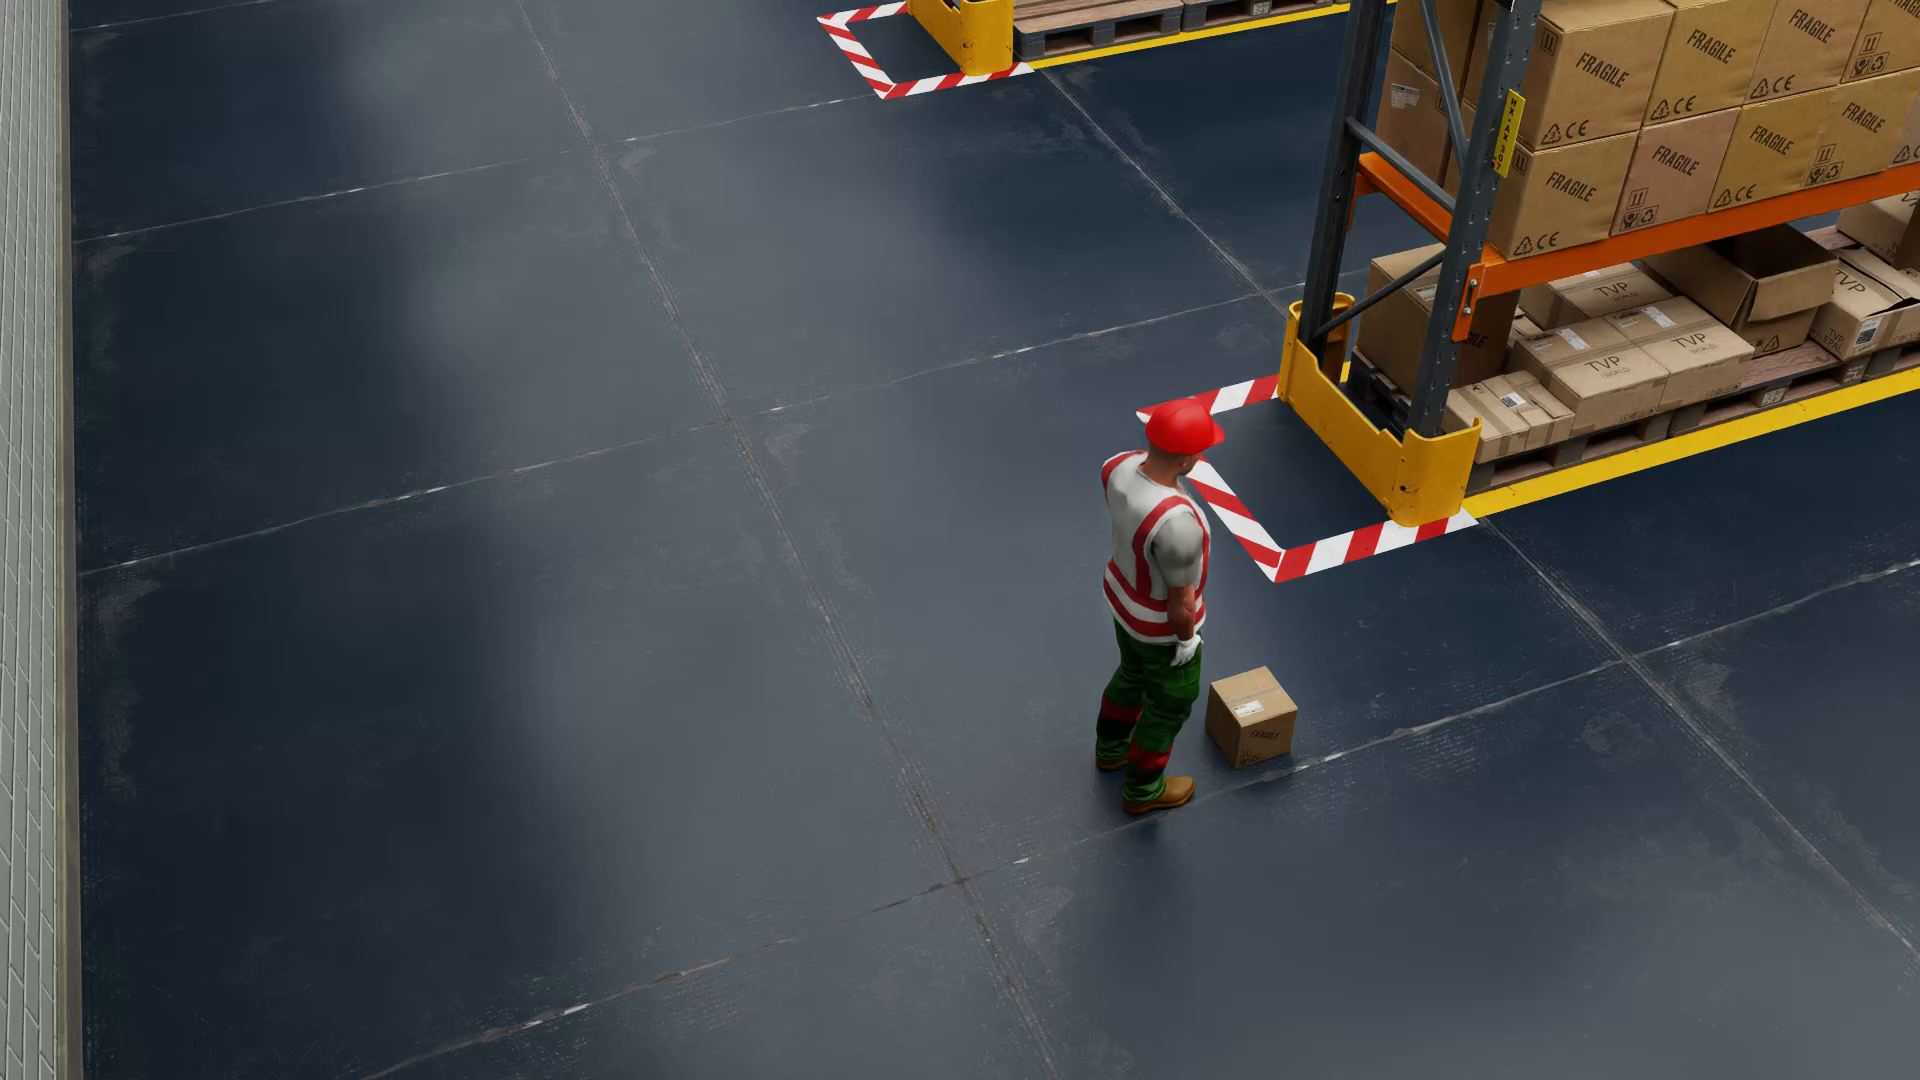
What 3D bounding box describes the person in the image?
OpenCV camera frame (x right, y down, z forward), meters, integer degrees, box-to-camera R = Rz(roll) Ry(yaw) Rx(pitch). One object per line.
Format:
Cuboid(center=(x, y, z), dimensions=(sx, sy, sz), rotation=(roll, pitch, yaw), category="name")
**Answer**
Cuboid(center=(0.693, 0.214, 5.862), dimensions=(0.364, 1.715, 0.529), rotation=(-14, 43, -16), category="person")
